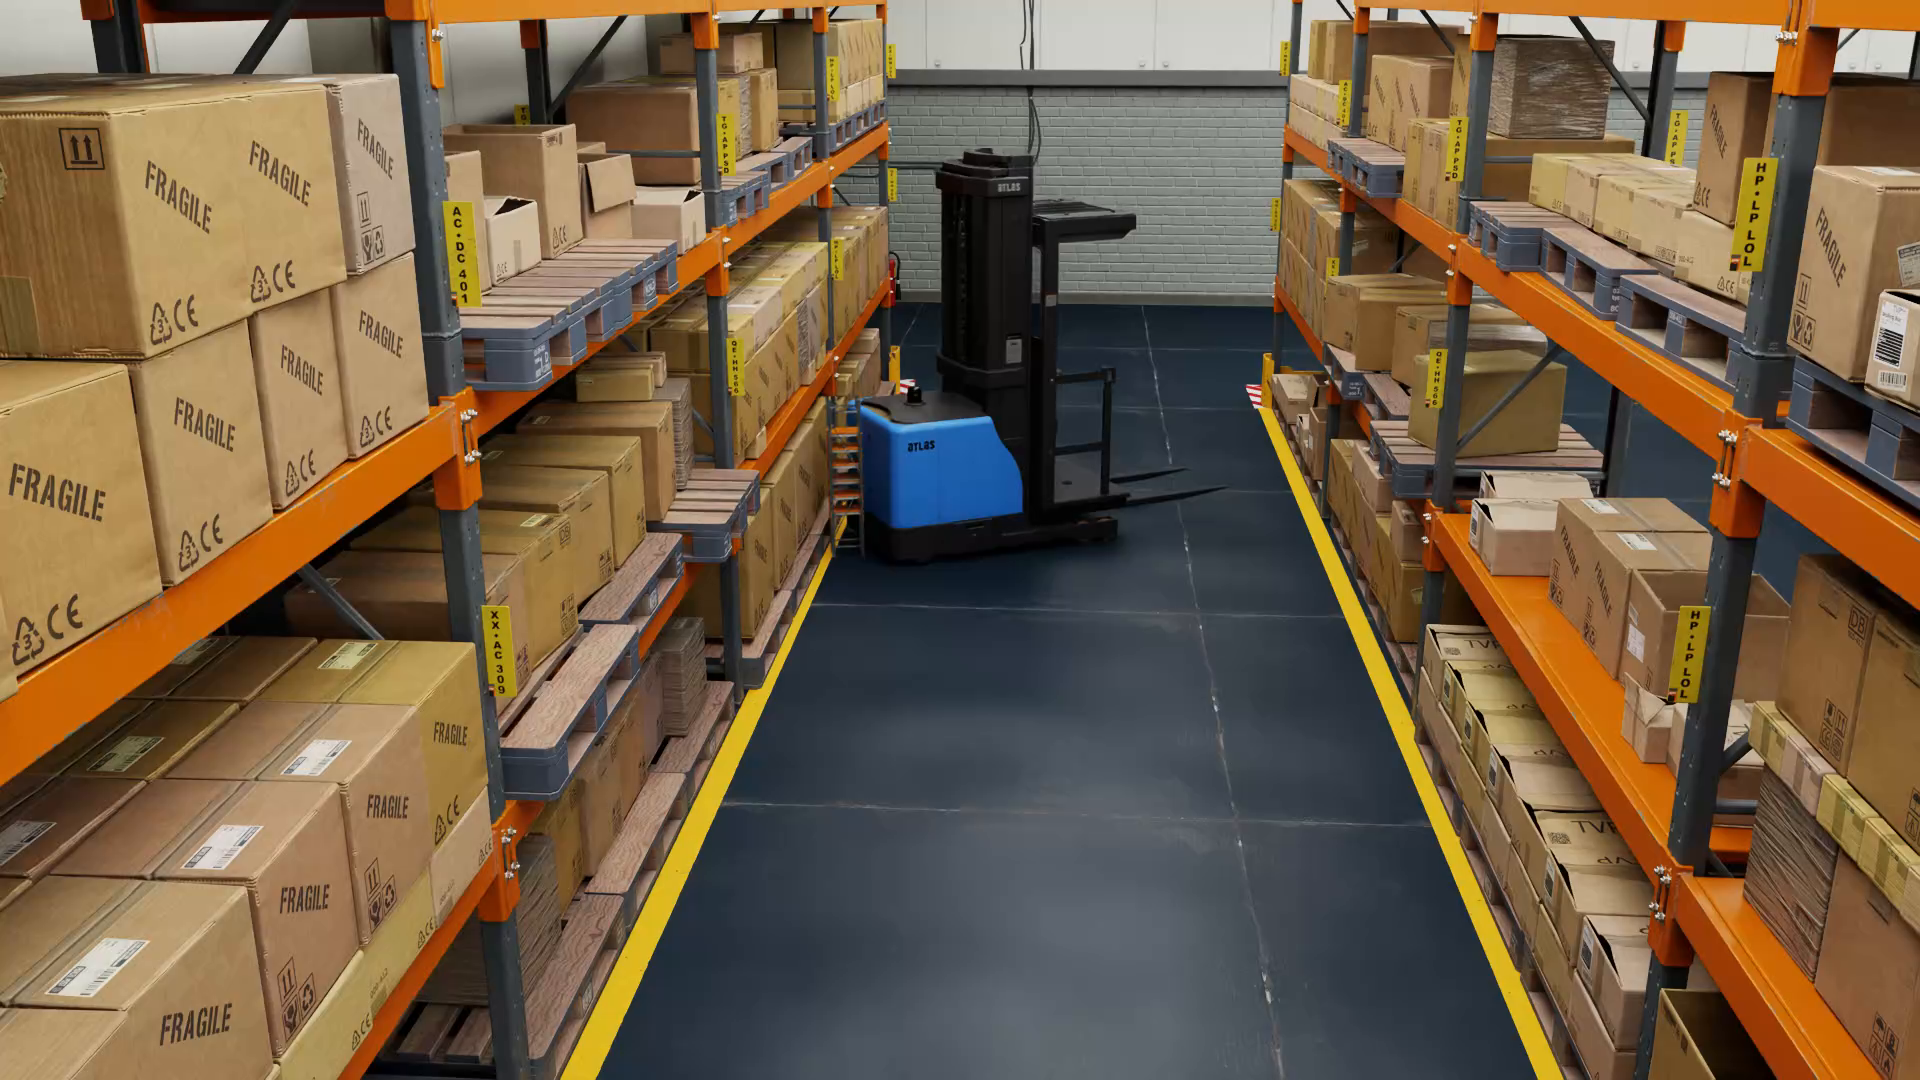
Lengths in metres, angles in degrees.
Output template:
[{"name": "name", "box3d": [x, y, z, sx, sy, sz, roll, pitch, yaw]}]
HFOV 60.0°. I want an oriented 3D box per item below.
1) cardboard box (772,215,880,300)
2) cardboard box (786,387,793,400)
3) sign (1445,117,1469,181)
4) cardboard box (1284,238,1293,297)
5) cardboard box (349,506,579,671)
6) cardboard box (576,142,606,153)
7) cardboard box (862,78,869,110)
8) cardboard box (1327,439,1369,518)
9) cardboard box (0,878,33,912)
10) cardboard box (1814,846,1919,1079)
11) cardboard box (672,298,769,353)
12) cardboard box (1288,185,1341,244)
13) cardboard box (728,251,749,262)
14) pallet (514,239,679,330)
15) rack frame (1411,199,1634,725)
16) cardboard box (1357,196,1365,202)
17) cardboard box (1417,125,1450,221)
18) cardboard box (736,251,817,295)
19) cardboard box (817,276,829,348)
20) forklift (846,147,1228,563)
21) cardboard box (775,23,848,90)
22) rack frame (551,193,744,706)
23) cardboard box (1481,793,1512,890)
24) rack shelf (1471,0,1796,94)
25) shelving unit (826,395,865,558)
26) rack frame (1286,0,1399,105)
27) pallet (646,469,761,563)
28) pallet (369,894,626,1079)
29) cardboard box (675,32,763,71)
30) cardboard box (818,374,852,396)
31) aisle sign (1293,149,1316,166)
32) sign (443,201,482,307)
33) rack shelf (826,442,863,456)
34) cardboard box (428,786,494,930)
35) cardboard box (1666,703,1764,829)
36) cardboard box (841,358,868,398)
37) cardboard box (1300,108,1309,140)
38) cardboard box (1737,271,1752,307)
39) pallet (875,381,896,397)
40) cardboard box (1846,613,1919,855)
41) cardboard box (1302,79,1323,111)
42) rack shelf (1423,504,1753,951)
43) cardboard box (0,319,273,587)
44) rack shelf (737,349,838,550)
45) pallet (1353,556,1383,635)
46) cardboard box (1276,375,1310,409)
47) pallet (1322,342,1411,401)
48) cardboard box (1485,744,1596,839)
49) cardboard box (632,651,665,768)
[{"name": "cardboard box", "box3d": [-1.296, -2.709, 15.890, 0.980, 0.700, 0.700, 1, 18, 3]}, {"name": "cardboard box", "box3d": [-1.392, -1.094, 11.815, 0.380, 0.149, 0.250, 1, 18, 2]}, {"name": "sign", "box3d": [2.598, -2.041, 8.686, 0.100, 0.325, 0.005, 1, 18, 4]}, {"name": "cardboard box", "box3d": [3.386, -2.597, 15.870, 0.500, 0.500, 0.500, 1, 18, 3]}, {"name": "cardboard box", "box3d": [-1.971, 0.189, 6.662, 0.700, 0.500, 0.500, 3, 18, 10]}, {"name": "cardboard box", "box3d": [-2.083, -1.730, 8.376, 0.500, 0.500, 0.500, 1, 18, 4]}, {"name": "cardboard box", "box3d": [-1.085, -3.995, 14.887, 0.500, 0.250, 0.500, 1, 18, 2]}, {"name": "cardboard box", "box3d": [3.148, -0.475, 12.865, 0.500, 0.500, 0.500, 0, 18, 1]}, {"name": "cardboard box", "box3d": [-2.439, 1.100, 3.755, 0.500, 0.500, 0.500, 2, 18, 5]}, {"name": "cardboard box", "box3d": [2.795, 1.140, 4.466, 0.700, 0.500, 0.500, 1, 18, 3]}, {"name": "cardboard box", "box3d": [-1.475, -1.323, 10.269, 0.500, 0.250, 0.500, 1, 18, 3]}, {"name": "cardboard box", "box3d": [3.388, -3.070, 15.707, 0.500, 0.500, 0.500, 1, 18, 4]}, {"name": "cardboard box", "box3d": [-1.839, -1.964, 12.224, 0.500, 0.250, 0.500, 1, 18, 5]}, {"name": "pallet", "box3d": [-1.867, -1.072, 6.860, 1.213, 0.211, 1.003, 1, 18, 4]}, {"name": "rack frame", "box3d": [3.139, -0.357, 9.195, 1.000, 3.000, 0.127, 1, 18, 4]}, {"name": "cardboard box", "box3d": [3.887, -2.902, 15.195, 0.500, 0.500, 0.500, 2, 18, 5]}, {"name": "cardboard box", "box3d": [3.173, -2.124, 9.611, 0.910, 0.500, 0.500, 1, 18, 4]}, {"name": "cardboard box", "box3d": [-1.340, -1.954, 12.194, 0.500, 0.250, 0.500, 2, 18, 5]}, {"name": "cardboard box", "box3d": [-1.297, -1.758, 12.800, 0.500, 0.500, 0.500, 1, 18, 3]}, {"name": "forklift", "box3d": [0.670, -1.512, 12.830, 3.031, 2.935, 1.130, -8, 20, -24]}, {"name": "cardboard box", "box3d": [-1.185, -3.881, 13.335, 0.500, 0.500, 0.500, 1, 18, 3]}, {"name": "rack frame", "box3d": [-1.802, -0.466, 9.528, 1.000, 3.000, 0.127, 1, 18, 4]}, {"name": "cardboard box", "box3d": [2.705, 1.383, 7.625, 0.500, 0.250, 0.500, 2, 18, 5]}, {"name": "rack shelf", "box3d": [2.996, -2.055, 6.539, 1.077, 0.370, 4.000, 1, 18, 4]}, {"name": "shelving unit", "box3d": [-0.857, -0.473, 12.426, 0.258, 1.200, 0.189, -3, 17, -7]}, {"name": "rack frame", "box3d": [3.712, -5.692, 15.843, 1.000, 3.000, 0.127, 1, 18, 4]}, {"name": "pallet", "box3d": [-1.747, -0.151, 8.876, 1.213, 0.211, 1.003, 1, 18, 4]}, {"name": "pallet", "box3d": [-2.035, 1.859, 6.909, 1.003, 0.211, 1.213, 1, 18, 4]}, {"name": "cardboard box", "box3d": [-1.709, -3.476, 11.827, 0.500, 0.250, 0.500, 3, 18, 8]}, {"name": "cardboard box", "box3d": [-1.153, -1.361, 14.557, 0.380, 0.149, 0.250, 2, 18, 6]}, {"name": "aisle sign", "box3d": [3.424, -4.105, 16.457, 0.394, 0.787, 0.004, 1, 18, 4]}, {"name": "sign", "box3d": [-1.547, -0.885, 5.160, 0.100, 0.325, 0.005, 1, 18, 4]}, {"name": "rack shelf", "box3d": [-0.860, -0.660, 12.370, 0.258, 0.103, 0.180, -3, 17, -7]}, {"name": "cardboard box", "box3d": [-1.821, 0.992, 5.288, 0.500, 0.250, 0.500, 1, 18, 4]}, {"name": "cardboard box", "box3d": [2.844, 0.803, 5.896, 0.500, 0.250, 0.500, 2, 18, 7]}, {"name": "cardboard box", "box3d": [-1.250, -1.431, 15.814, 0.700, 0.500, 0.500, 1, 18, 2]}, {"name": "cardboard box", "box3d": [3.339, -3.731, 14.917, 0.500, 0.250, 0.500, 1, 18, 4]}, {"name": "cardboard box", "box3d": [2.906, -0.859, 5.477, 0.500, 0.250, 0.500, 3, 18, 10]}, {"name": "pallet", "box3d": [-1.208, -1.376, 16.782, 1.003, 0.211, 1.213, 1, 18, 4]}, {"name": "cardboard box", "box3d": [2.792, 0.516, 4.286, 0.700, 0.500, 0.500, 1, 18, 4]}, {"name": "cardboard box", "box3d": [3.344, -3.969, 14.839, 0.500, 0.250, 0.500, 1, 18, 4]}, {"name": "rack shelf", "box3d": [2.996, 0.606, 7.411, 1.077, 0.370, 4.000, 1, 18, 4]}, {"name": "cardboard box", "box3d": [-1.930, -0.214, 3.750, 0.500, 0.500, 0.500, 1, 18, 2]}, {"name": "rack shelf", "box3d": [-1.659, -0.745, 11.536, 1.077, 0.370, 4.000, 1, 18, 4]}, {"name": "pallet", "box3d": [3.320, 0.359, 11.487, 1.003, 0.211, 1.213, 1, 18, 4]}, {"name": "cardboard box", "box3d": [3.355, -1.426, 16.167, 0.500, 0.250, 0.500, 1, 18, 4]}, {"name": "pallet", "box3d": [3.260, -1.262, 12.266, 1.003, 0.211, 1.213, 1, 18, 4]}, {"name": "cardboard box", "box3d": [2.704, 1.121, 7.525, 0.500, 0.311, 0.500, 1, 18, 3]}, {"name": "cardboard box", "box3d": [-1.955, 0.895, 8.683, 0.700, 0.500, 0.500, 1, 18, 4]}]
